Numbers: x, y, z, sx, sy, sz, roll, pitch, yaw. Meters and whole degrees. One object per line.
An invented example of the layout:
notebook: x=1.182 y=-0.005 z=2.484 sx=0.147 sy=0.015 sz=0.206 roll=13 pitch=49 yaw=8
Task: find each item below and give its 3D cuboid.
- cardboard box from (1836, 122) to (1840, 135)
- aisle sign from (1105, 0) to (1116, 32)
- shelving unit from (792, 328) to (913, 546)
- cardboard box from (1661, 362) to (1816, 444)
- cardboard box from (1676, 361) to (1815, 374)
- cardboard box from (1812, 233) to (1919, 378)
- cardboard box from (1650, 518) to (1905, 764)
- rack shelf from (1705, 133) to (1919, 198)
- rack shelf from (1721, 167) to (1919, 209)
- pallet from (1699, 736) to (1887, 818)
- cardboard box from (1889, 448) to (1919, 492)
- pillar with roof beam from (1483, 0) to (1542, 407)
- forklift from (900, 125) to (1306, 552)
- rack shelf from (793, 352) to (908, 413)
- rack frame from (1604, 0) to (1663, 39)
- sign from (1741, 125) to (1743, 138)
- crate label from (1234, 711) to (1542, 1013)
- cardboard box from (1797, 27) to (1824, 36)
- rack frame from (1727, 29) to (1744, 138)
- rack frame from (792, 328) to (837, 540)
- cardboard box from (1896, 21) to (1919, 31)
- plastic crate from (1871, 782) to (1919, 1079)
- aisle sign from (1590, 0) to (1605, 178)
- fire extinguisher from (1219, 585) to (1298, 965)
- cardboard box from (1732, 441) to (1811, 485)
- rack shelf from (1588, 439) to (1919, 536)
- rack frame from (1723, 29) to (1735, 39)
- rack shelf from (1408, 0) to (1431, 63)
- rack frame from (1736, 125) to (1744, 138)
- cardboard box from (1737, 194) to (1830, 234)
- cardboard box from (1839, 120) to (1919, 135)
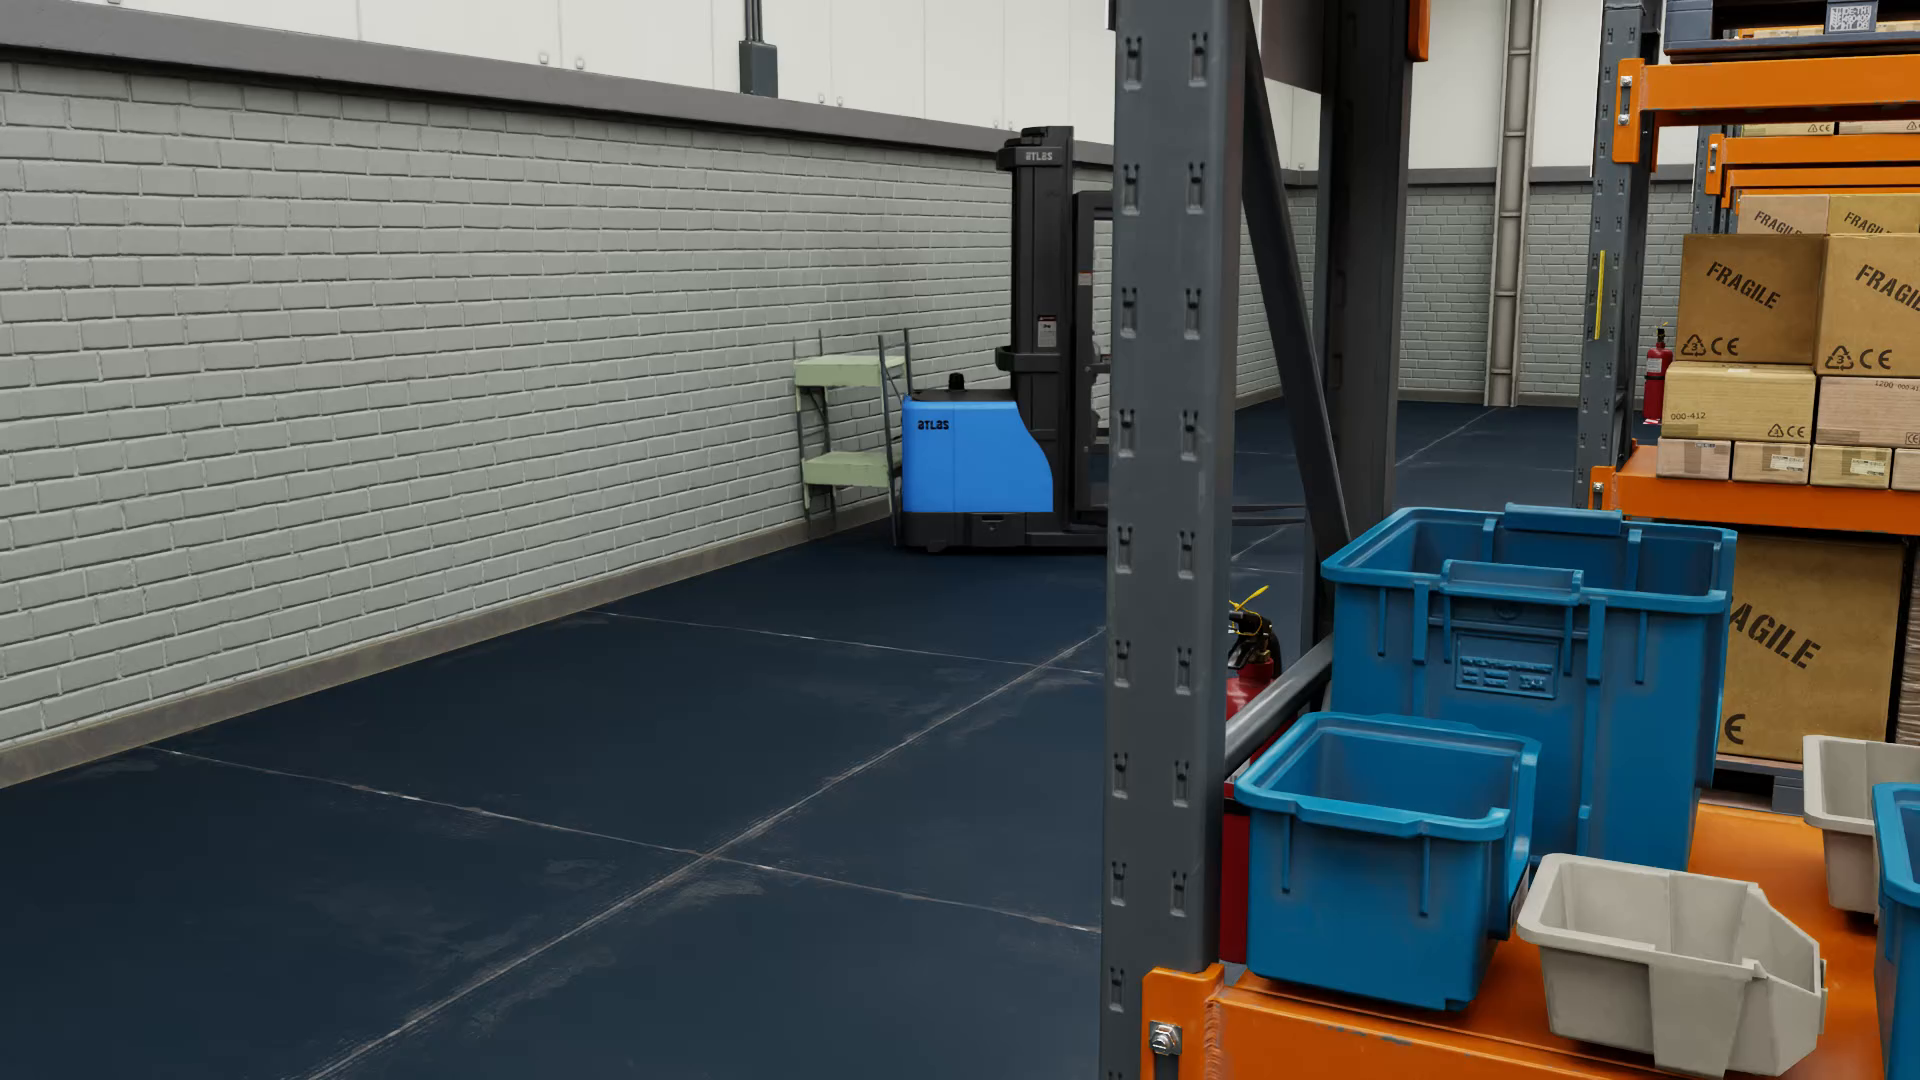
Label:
cardboard box: x=5.907 y=-2.689 z=10.666 sx=0.500 sy=0.250 sz=0.500 roll=5 pitch=11 yaw=26
aisle sign: x=0.248 y=-0.982 z=1.934 sx=0.004 sy=0.787 sz=0.394 roll=5 pitch=11 yaw=26
shelving unit: x=-0.744 y=-0.754 z=11.990 sx=0.755 sy=1.500 sz=0.431 roll=3 pitch=16 yaw=27
cardboard box: x=2.947 y=-0.527 z=6.307 sx=0.500 sy=0.250 sz=0.500 roll=5 pitch=11 yaw=24
cardboard box: x=3.188 y=-0.612 z=6.777 sx=0.500 sy=0.250 sz=0.500 roll=5 pitch=11 yaw=25
cardboard box: x=3.395 y=-0.857 z=6.022 sx=0.500 sy=0.500 sz=0.500 roll=5 pitch=11 yaw=24
cardboard box: x=3.245 y=0.341 z=6.711 sx=0.875 sy=0.875 sz=0.875 roll=5 pitch=11 yaw=26
rack shelf: x=6.714 y=-2.284 z=10.026 sx=4.000 sy=0.370 sz=1.077 roll=5 pitch=11 yaw=26
rack shelf: x=8.814 y=-3.083 z=14.438 sx=4.000 sy=0.370 sz=1.077 roll=5 pitch=11 yaw=26
pallet: x=3.387 y=0.887 z=6.736 sx=1.213 sy=0.211 sz=1.003 roll=5 pitch=11 yaw=26
cardboard box: x=3.503 y=-0.271 z=6.009 sx=0.250 sy=0.149 sz=0.380 roll=5 pitch=11 yaw=25
pillar with roof beam: x=5.289 y=-5.532 z=17.530 sx=0.400 sy=9.000 sz=9.100 roll=5 pitch=11 yaw=26
forklift: x=1.090 y=-1.425 z=11.874 sx=3.031 sy=2.935 sz=1.130 roll=0 pitch=10 yaw=-1
rack shelf: x=-0.769 y=-1.132 z=11.896 sx=0.720 sy=0.370 sz=0.431 roll=3 pitch=16 yaw=27
rack frame: x=2.636 y=-3.488 z=6.233 sx=0.127 sy=3.000 sz=1.000 roll=5 pitch=11 yaw=26
sign: x=8.973 y=-4.731 z=19.070 sx=0.005 sy=0.325 sz=0.100 roll=5 pitch=11 yaw=26
crate label: x=0.520 y=0.380 z=2.008 sx=0.303 sy=0.233 sz=0.416 roll=5 pitch=11 yaw=26
cardboard box: x=5.331 y=-3.079 z=10.297 sx=0.250 sy=0.149 sz=0.380 roll=6 pitch=12 yaw=28
rack frame: x=7.020 y=-5.070 z=14.978 sx=0.127 sy=3.000 sz=1.000 roll=5 pitch=11 yaw=26
rack frame: x=-1.070 y=-0.774 z=12.157 sx=0.023 sy=1.500 sz=0.400 roll=3 pitch=16 yaw=27
cardboard box: x=5.760 y=-3.027 z=10.008 sx=0.250 sy=0.149 sz=0.380 roll=5 pitch=11 yaw=27
plastic crate: x=1.110 y=0.432 z=1.721 sx=0.300 sy=0.233 sz=0.416 roll=5 pitch=11 yaw=26
aisle sign: x=2.438 y=-1.773 z=6.302 sx=0.004 sy=0.787 sz=0.394 roll=5 pitch=11 yaw=26
fire extinguisher: x=0.510 y=0.393 z=2.903 sx=0.183 sy=0.674 sz=0.296 roll=5 pitch=11 yaw=26
cardboard box: x=3.039 y=-0.311 z=6.233 sx=0.250 sy=0.149 sz=0.380 roll=5 pitch=11 yaw=25
rack shelf: x=4.429 y=-0.024 z=5.960 sx=4.000 sy=0.370 sz=1.077 roll=5 pitch=11 yaw=26
rack frame: x=4.921 y=-4.272 z=10.566 sx=0.127 sy=3.000 sz=1.000 roll=5 pitch=11 yaw=26
rack shelf: x=2.238 y=-0.709 z=1.322 sx=4.000 sy=0.370 sz=1.077 roll=5 pitch=11 yaw=26
rack frame: x=9.213 y=-5.863 z=19.359 sx=0.127 sy=3.000 sz=1.000 roll=5 pitch=11 yaw=26
cardboard box: x=5.206 y=-1.930 z=10.546 sx=0.500 sy=0.500 sz=0.500 roll=5 pitch=11 yaw=25
cardboard box: x=5.681 y=-2.604 z=10.192 sx=0.500 sy=0.250 sz=0.500 roll=5 pitch=12 yaw=28
